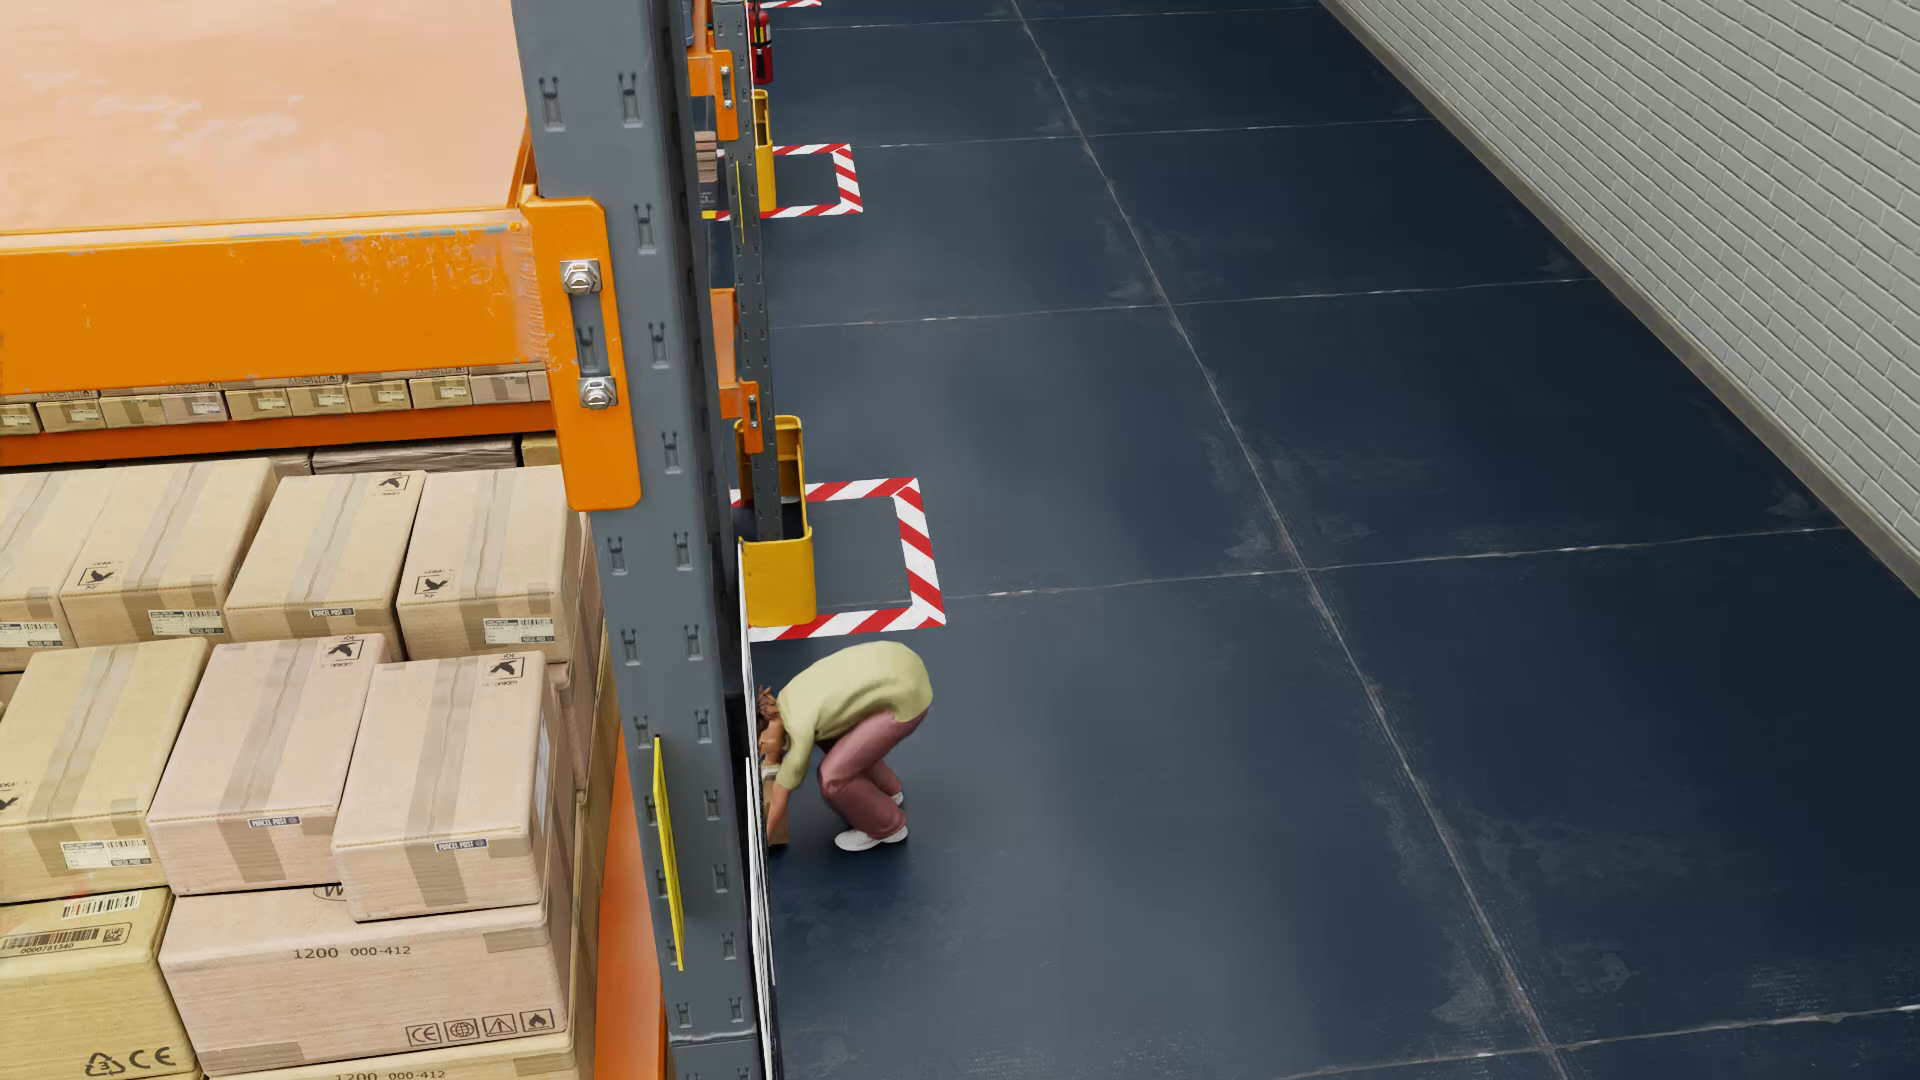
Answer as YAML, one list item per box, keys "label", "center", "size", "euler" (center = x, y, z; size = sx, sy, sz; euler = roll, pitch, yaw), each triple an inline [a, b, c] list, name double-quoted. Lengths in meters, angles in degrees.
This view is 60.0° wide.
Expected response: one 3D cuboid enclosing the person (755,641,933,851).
- label: "person"
  center: [-0.533, 0.846, 6.758]
  size: [0.847, 0.877, 0.471]
  euler: [-6, 35, -9]
